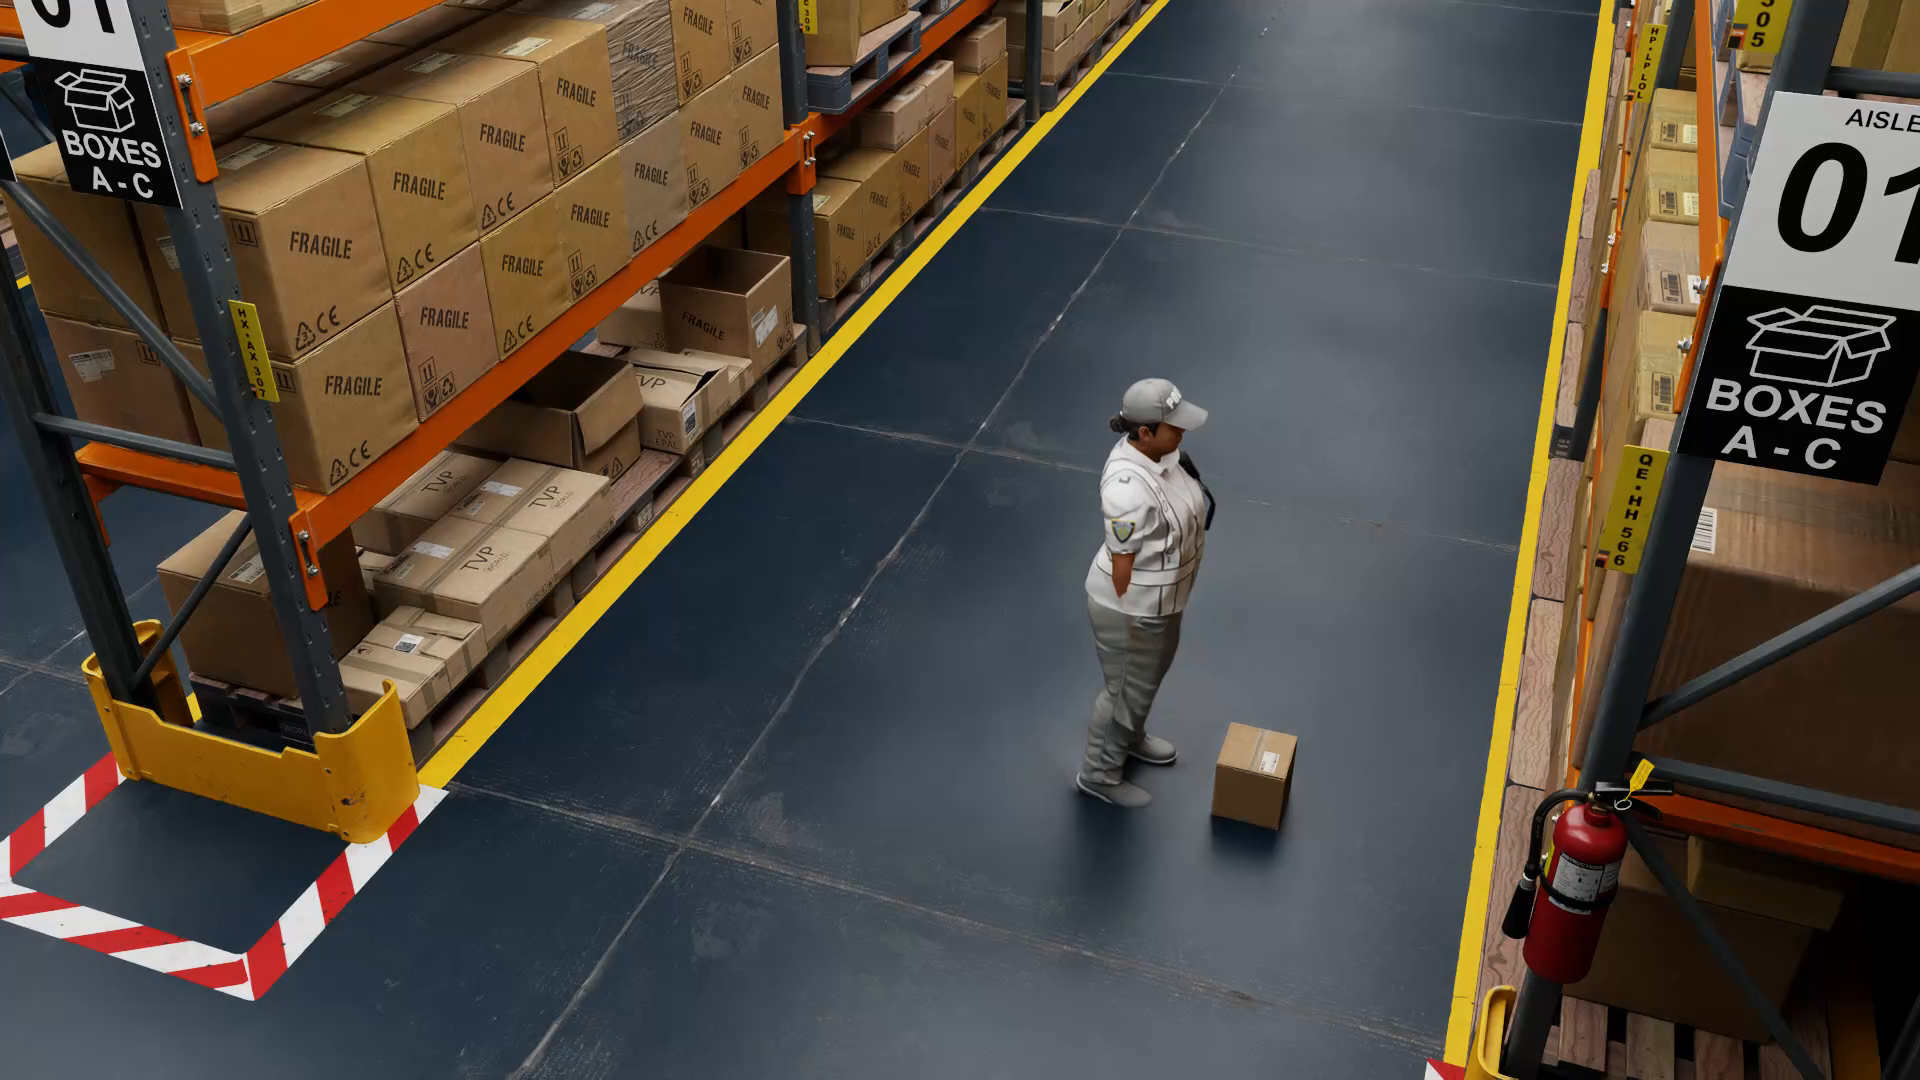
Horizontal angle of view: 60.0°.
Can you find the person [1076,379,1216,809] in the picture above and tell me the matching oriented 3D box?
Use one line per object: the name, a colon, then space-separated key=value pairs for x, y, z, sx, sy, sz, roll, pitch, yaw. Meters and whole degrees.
person: x=0.652 y=0.191 z=5.874 sx=0.391 sy=1.682 sz=0.467 roll=12 pitch=35 yaw=18
